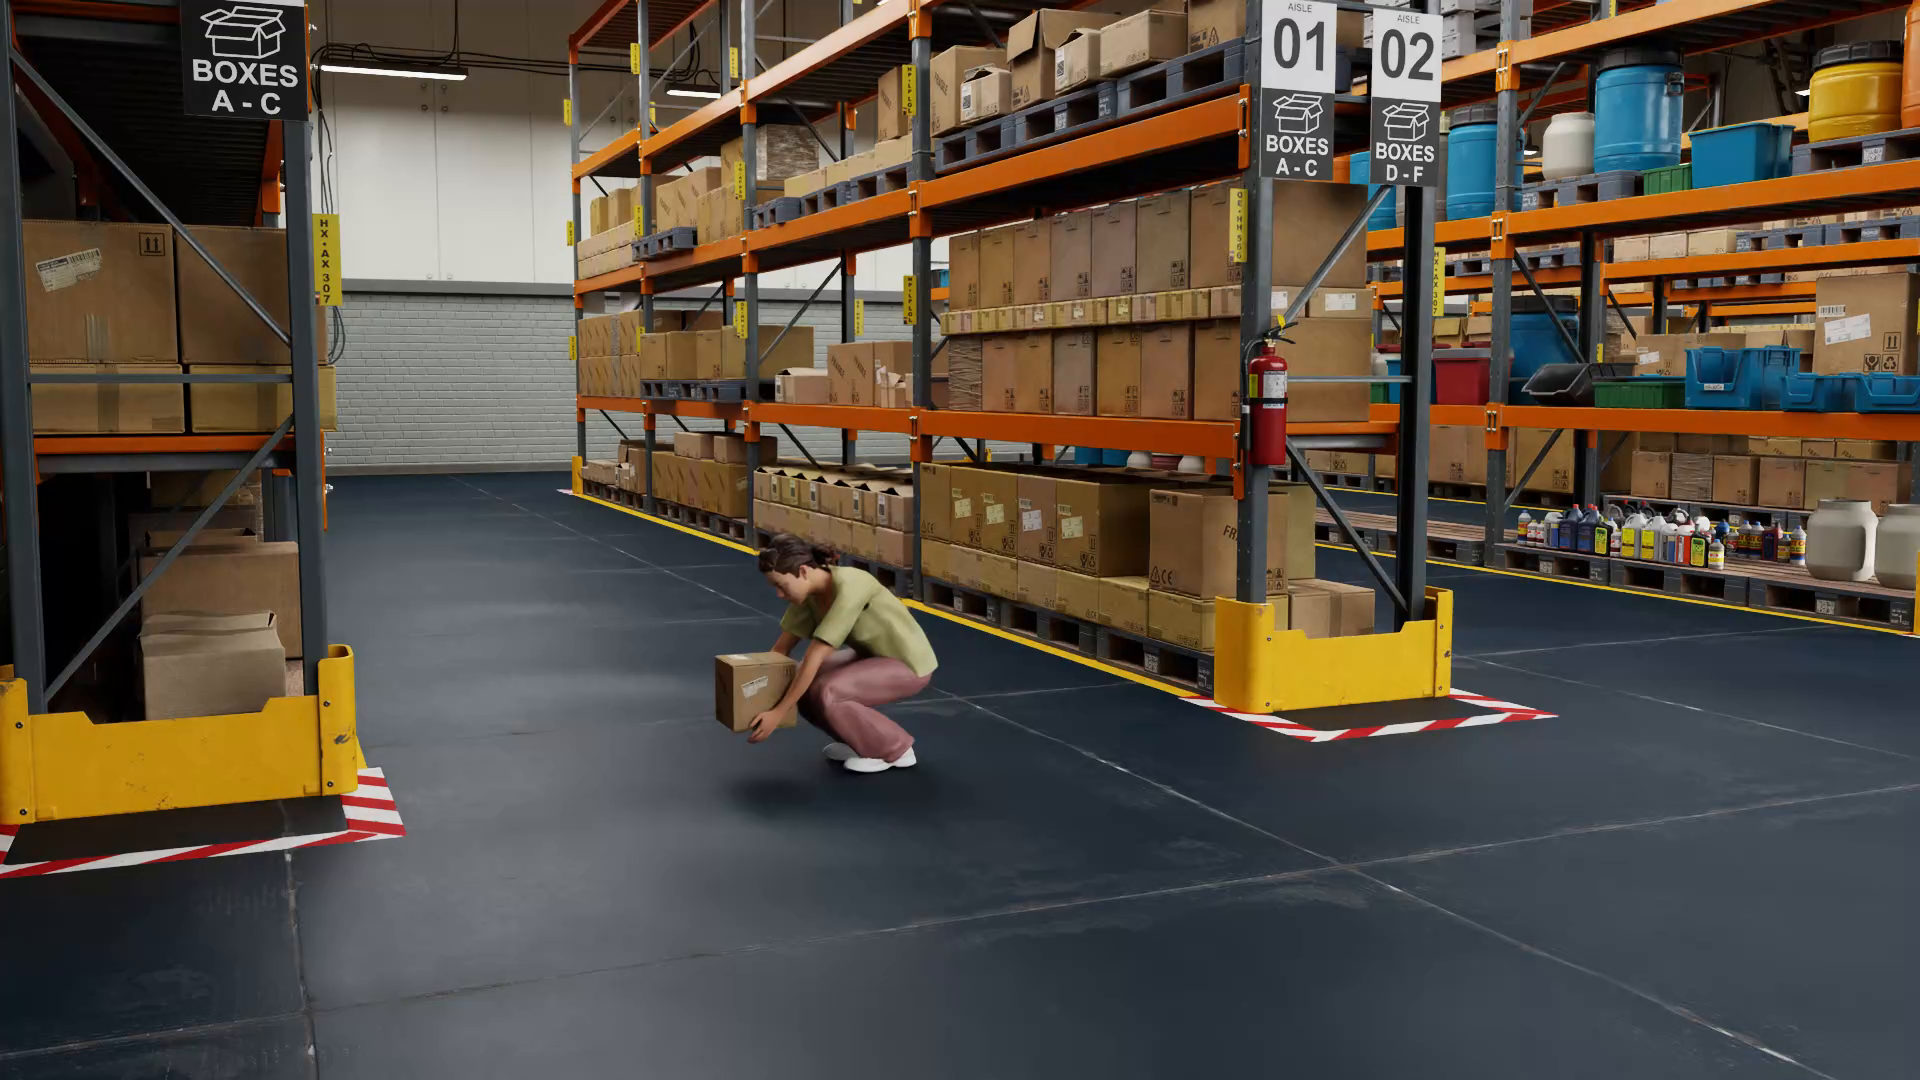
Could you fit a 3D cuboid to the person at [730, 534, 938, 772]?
[{"bbox_3d":[-0.478,0.428,6.445,0.800,0.931,0.485,-2,6,-23],"label":"person"}]
